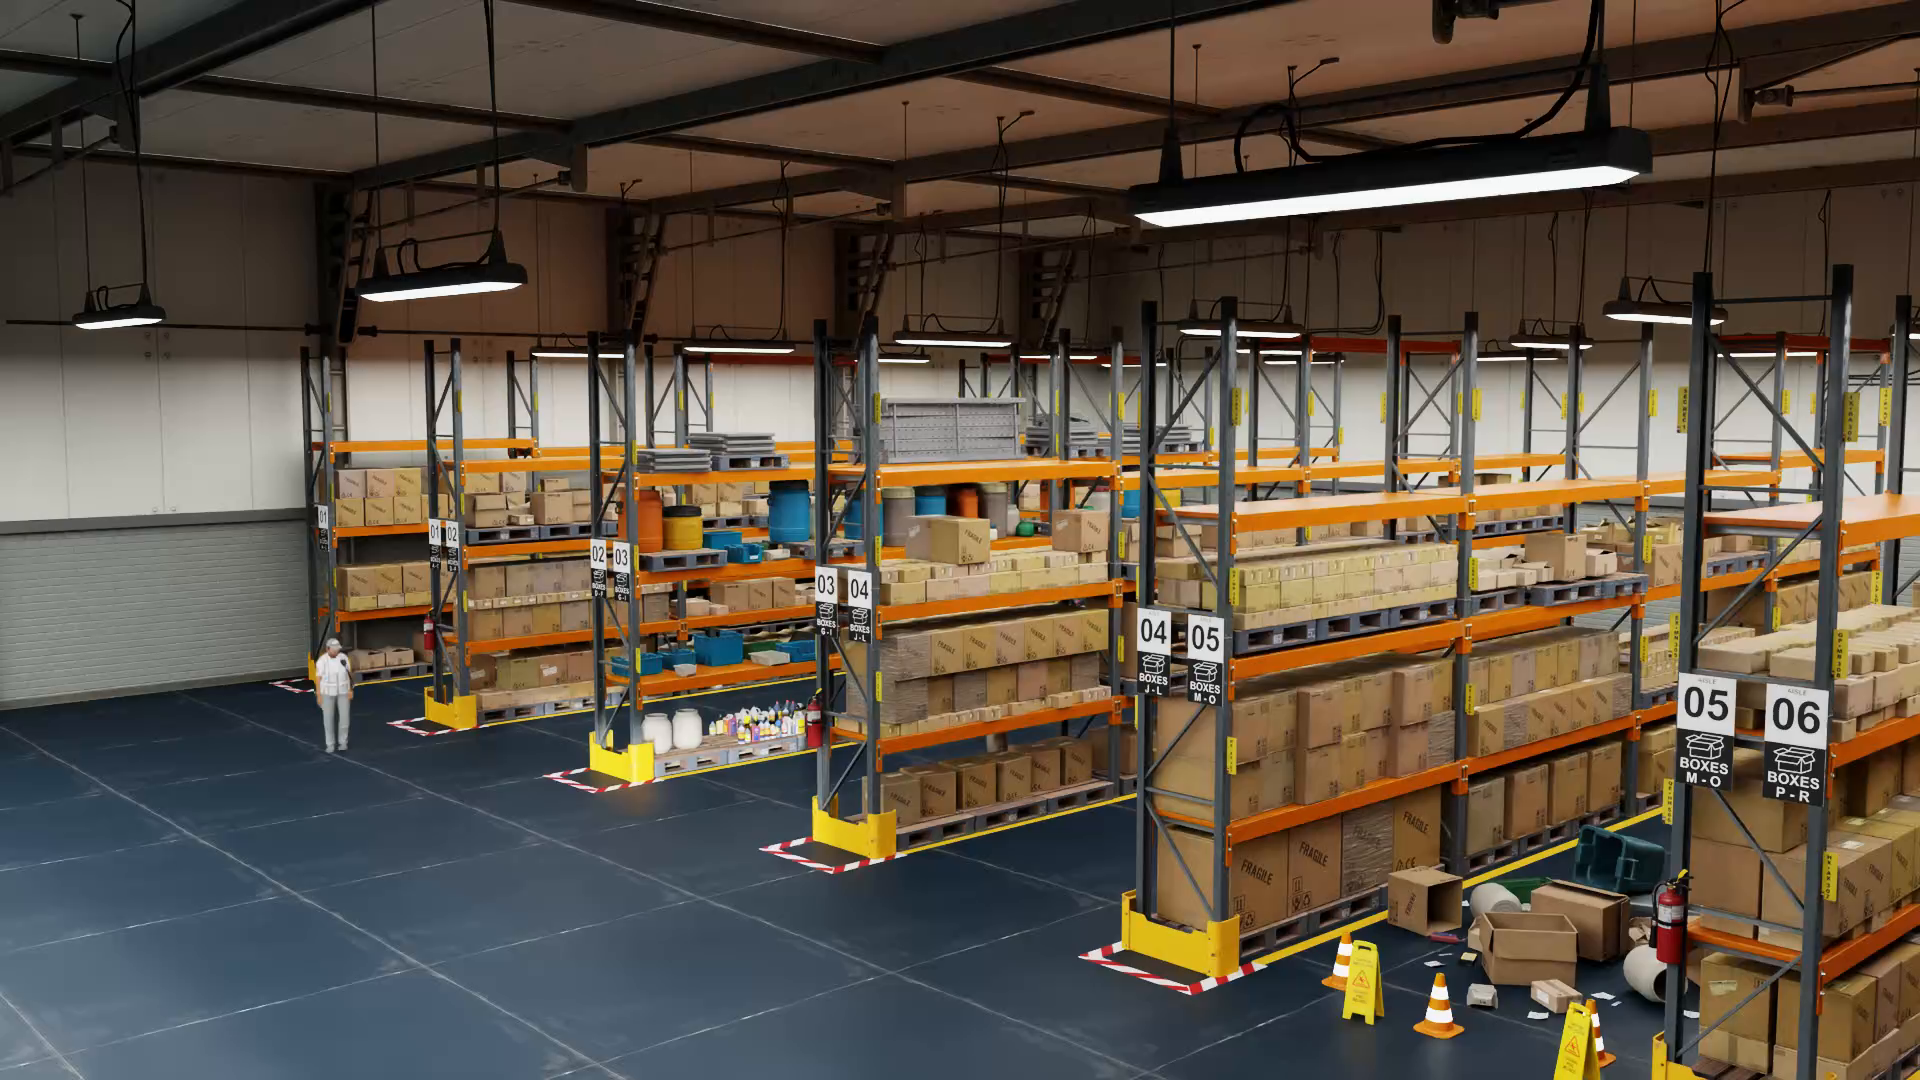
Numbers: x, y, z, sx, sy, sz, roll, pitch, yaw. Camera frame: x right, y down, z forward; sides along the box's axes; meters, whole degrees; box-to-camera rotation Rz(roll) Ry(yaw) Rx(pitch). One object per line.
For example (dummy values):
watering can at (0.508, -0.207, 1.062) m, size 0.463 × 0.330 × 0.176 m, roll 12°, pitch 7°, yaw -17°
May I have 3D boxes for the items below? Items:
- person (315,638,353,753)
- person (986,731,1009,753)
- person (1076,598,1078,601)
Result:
person at (-9.028, 2.237, 24.009) m, size 0.513 × 1.673 × 0.476 m, roll -3°, pitch 6°, yaw -33°
person at (0.470, 2.309, 22.670) m, size 0.452 × 1.723 × 0.599 m, roll 3°, pitch 6°, yaw 30°
person at (2.940, 0.901, 39.370) m, size 0.506 × 1.613 × 0.577 m, roll -4°, pitch 6°, yaw -38°
